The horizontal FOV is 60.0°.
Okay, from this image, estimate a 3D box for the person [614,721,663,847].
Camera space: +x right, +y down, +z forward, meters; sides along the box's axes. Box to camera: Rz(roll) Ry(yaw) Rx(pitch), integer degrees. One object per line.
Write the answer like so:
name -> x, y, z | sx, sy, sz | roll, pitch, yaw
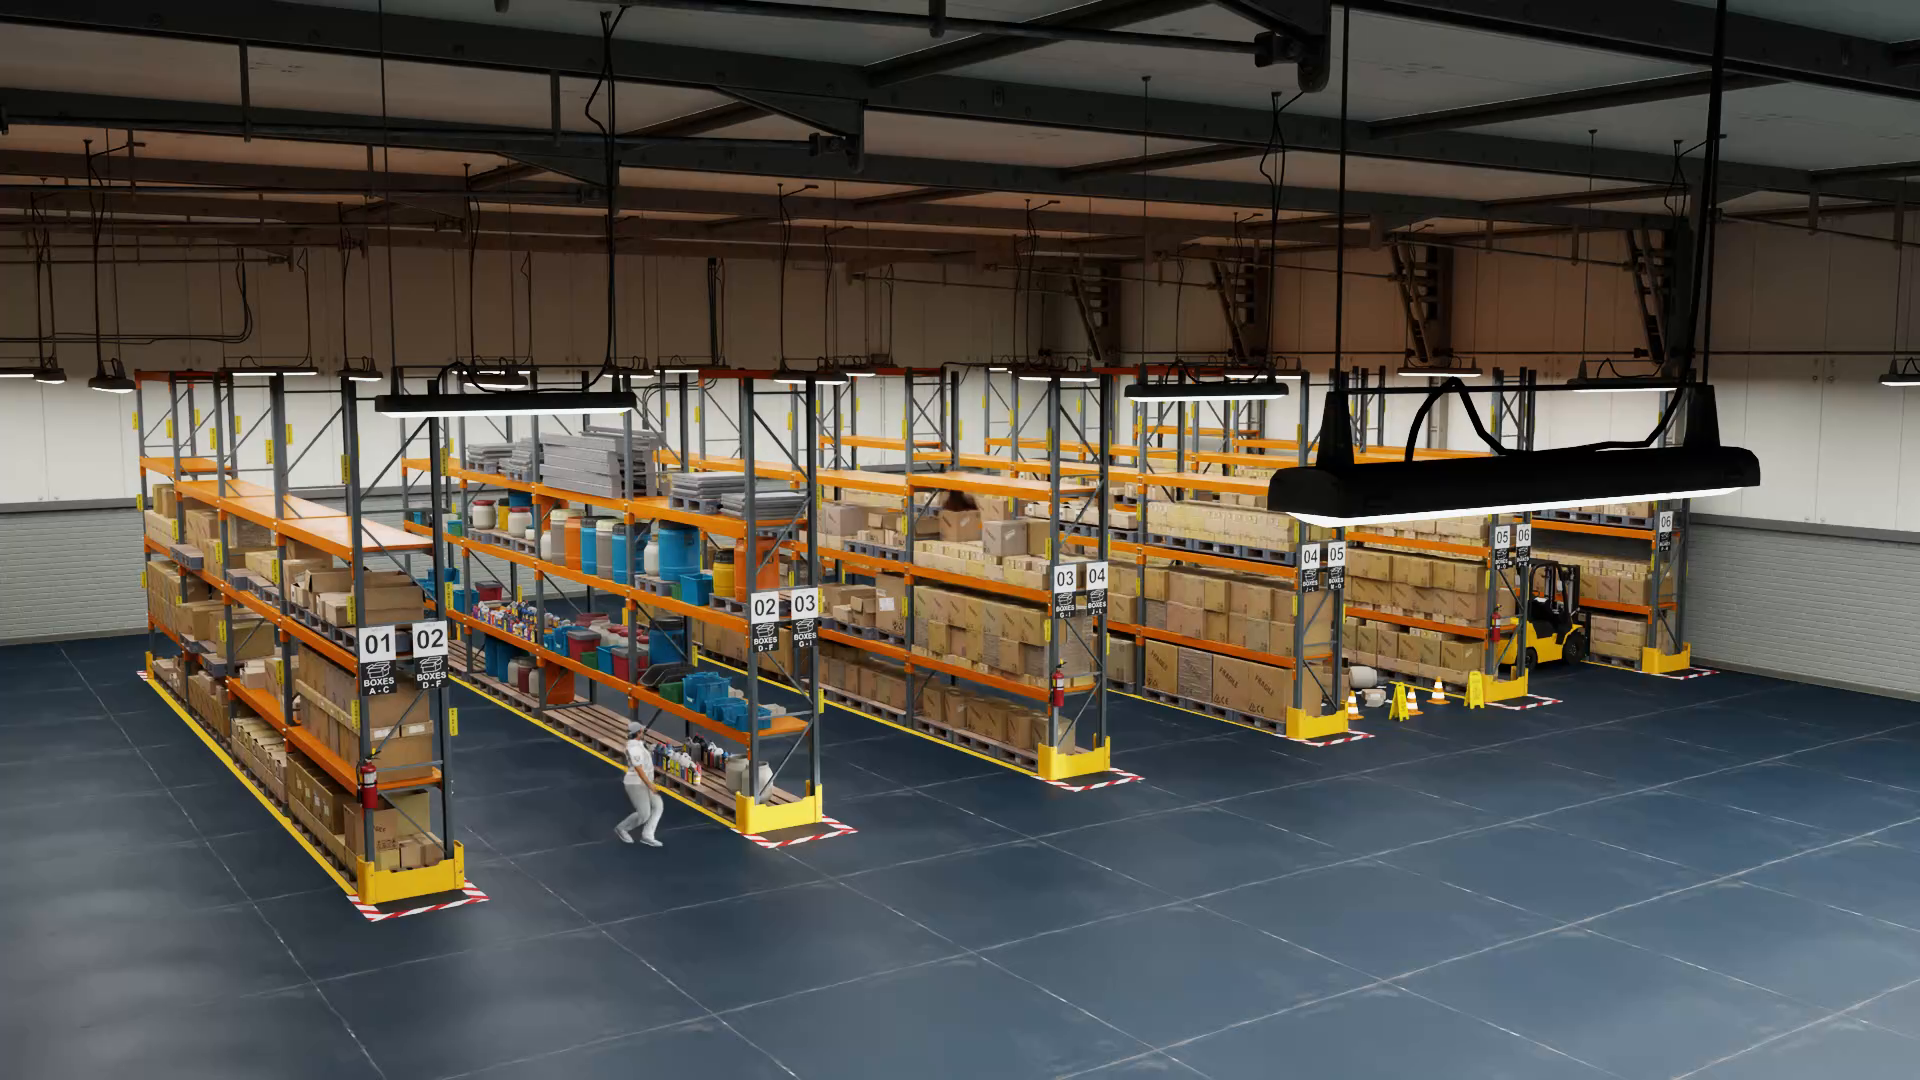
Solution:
person -> -4.130, 3.134, 21.362 | 0.619, 1.633, 0.554 | 0, 6, 4
